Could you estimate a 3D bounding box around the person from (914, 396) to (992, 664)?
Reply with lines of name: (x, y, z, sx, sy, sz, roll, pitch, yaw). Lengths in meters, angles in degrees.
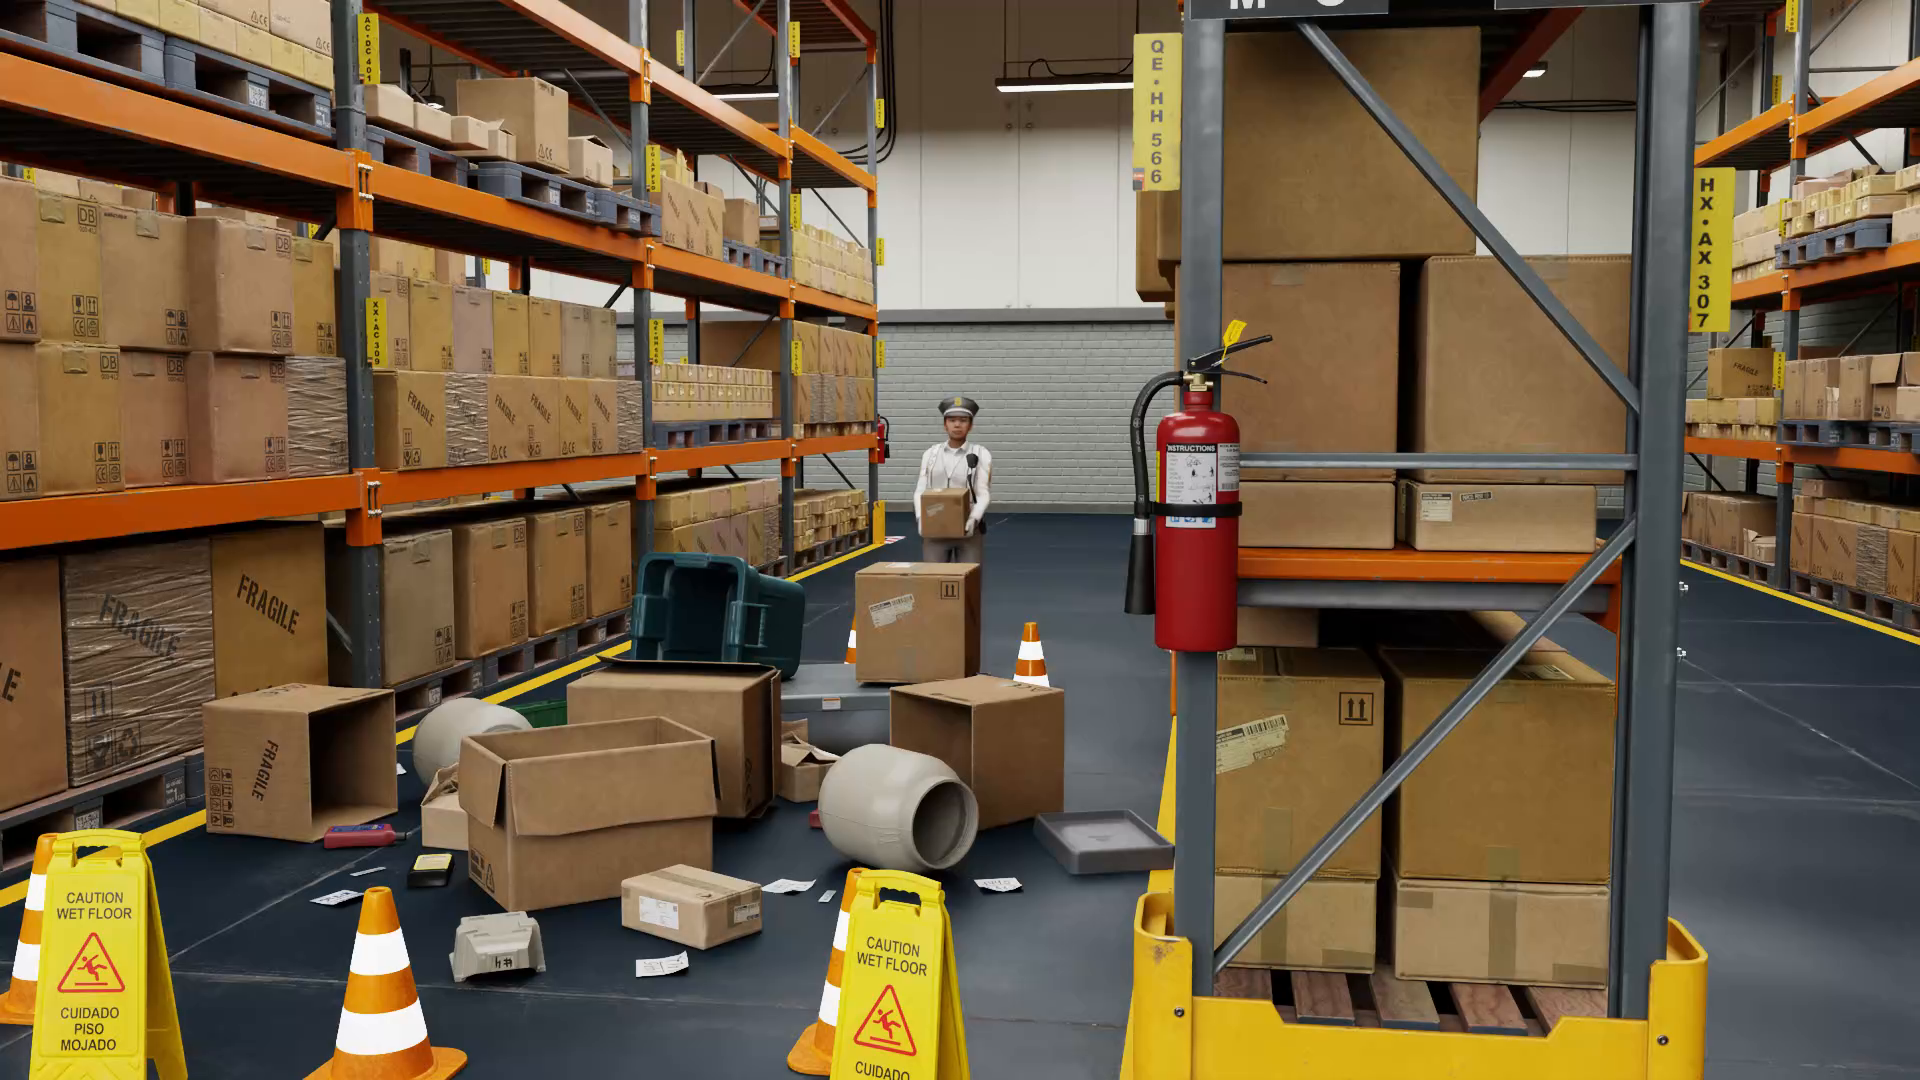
person: (-0.047, -0.009, 9.843, 0.461, 1.687, 0.563, 1, 5, 9)
